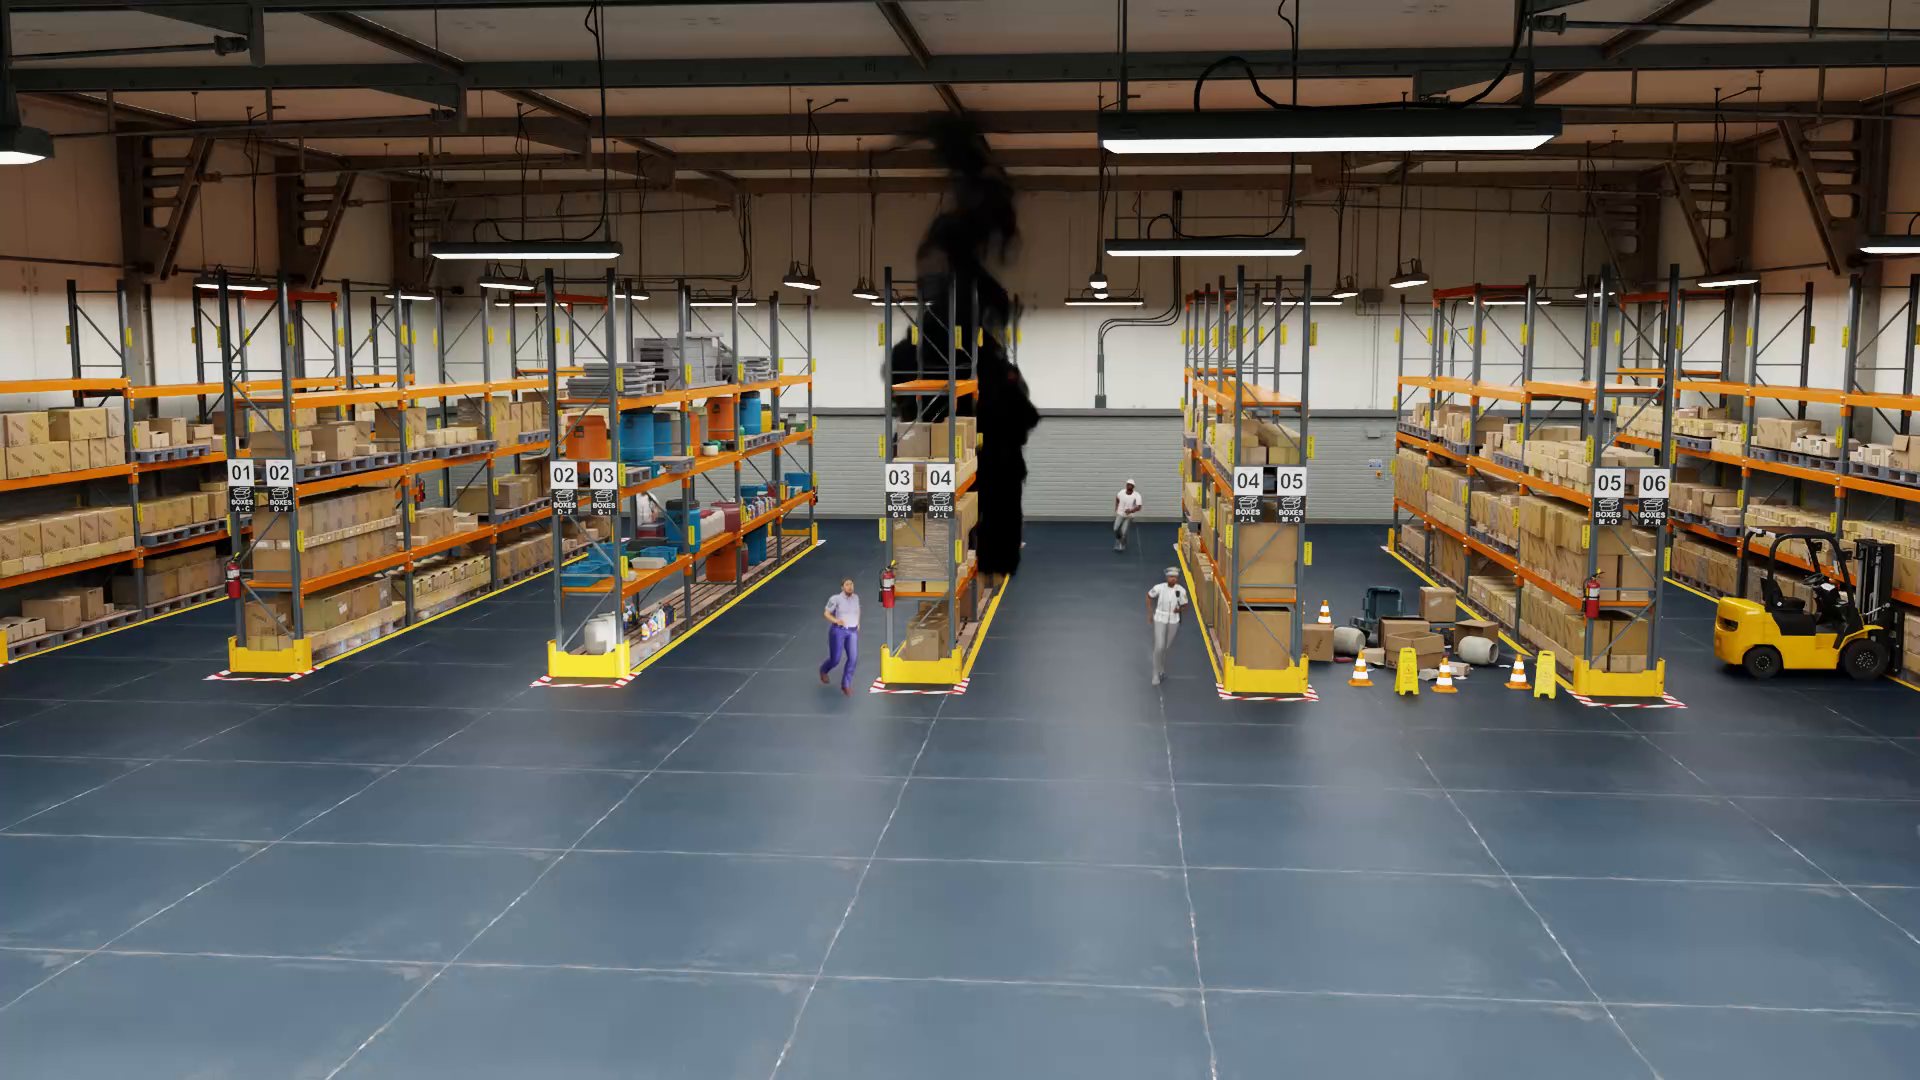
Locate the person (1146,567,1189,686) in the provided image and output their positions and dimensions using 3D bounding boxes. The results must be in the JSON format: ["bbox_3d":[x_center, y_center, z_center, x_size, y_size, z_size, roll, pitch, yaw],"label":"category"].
[{"bbox_3d":[3.040,1.236,24.350,0.585,1.736,0.775,-1,7,-5],"label":"person"}]

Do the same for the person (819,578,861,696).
[{"bbox_3d":[-1.652,1.347,23.648,0.617,1.647,0.793,-4,8,-28],"label":"person"}]

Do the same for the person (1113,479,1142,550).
[{"bbox_3d":[3.917,-0.582,38.992,0.719,1.702,0.563,3,8,26],"label":"person"}]

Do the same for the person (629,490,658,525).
[{"bbox_3d":[-7.220,-0.466,37.932,0.673,1.752,0.559,-1,7,-4],"label":"person"}]
